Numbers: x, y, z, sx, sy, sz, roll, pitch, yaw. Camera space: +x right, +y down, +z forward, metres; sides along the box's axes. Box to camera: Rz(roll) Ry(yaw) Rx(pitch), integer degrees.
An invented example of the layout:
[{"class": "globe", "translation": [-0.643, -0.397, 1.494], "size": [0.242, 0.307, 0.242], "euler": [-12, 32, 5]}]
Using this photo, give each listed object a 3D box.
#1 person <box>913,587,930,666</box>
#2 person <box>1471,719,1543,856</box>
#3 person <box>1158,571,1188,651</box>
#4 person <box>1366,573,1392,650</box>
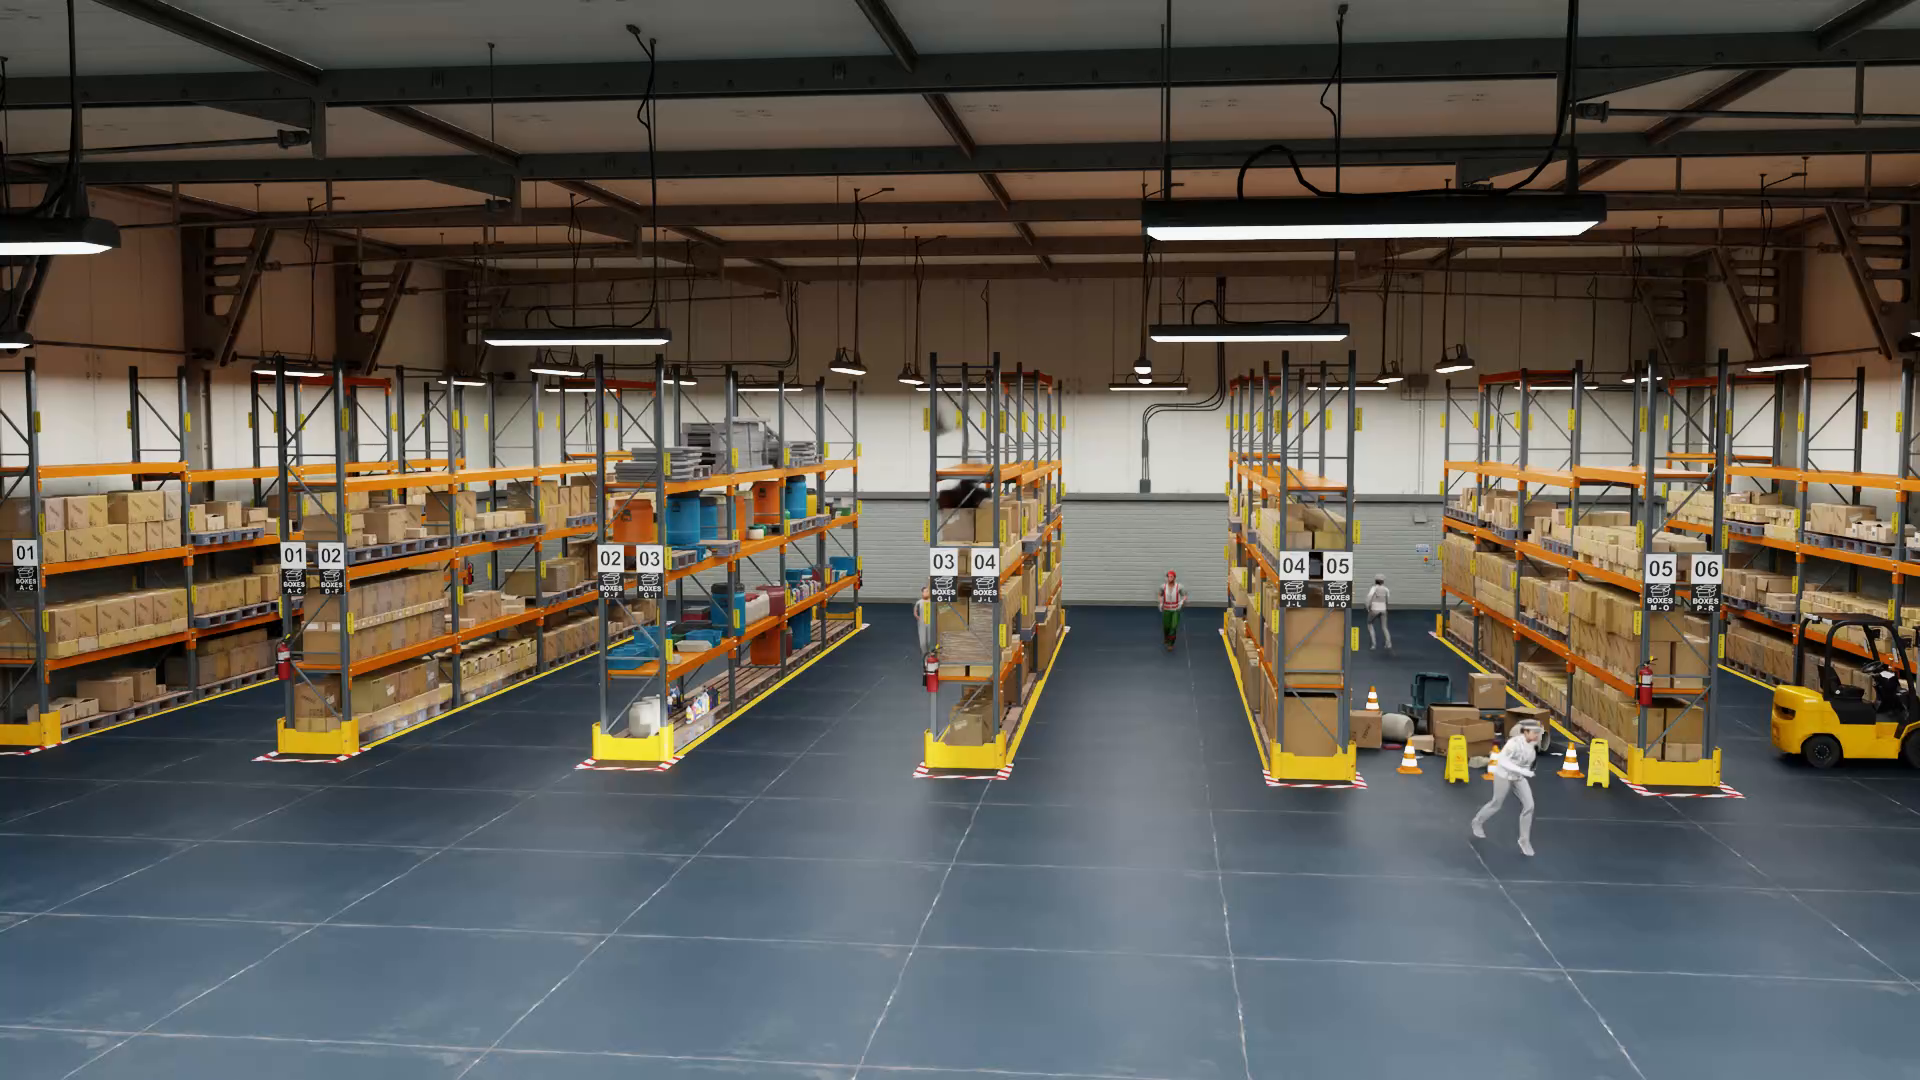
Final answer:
[{"class": "person", "translation": [-0.688, 1.775, 34.244], "size": [0.564, 1.629, 0.566], "euler": [0, 4, 4]}, {"class": "person", "translation": [6.433, 2.860, 19.572], "size": [0.658, 1.613, 0.964], "euler": [-3, 5, -32]}, {"class": "person", "translation": [4.678, 1.547, 36.609], "size": [0.649, 1.754, 0.645], "euler": [1, 4, 14]}, {"class": "person", "translation": [9.120, 1.593, 36.293], "size": [0.620, 1.722, 0.856], "euler": [0, 4, -7]}]
